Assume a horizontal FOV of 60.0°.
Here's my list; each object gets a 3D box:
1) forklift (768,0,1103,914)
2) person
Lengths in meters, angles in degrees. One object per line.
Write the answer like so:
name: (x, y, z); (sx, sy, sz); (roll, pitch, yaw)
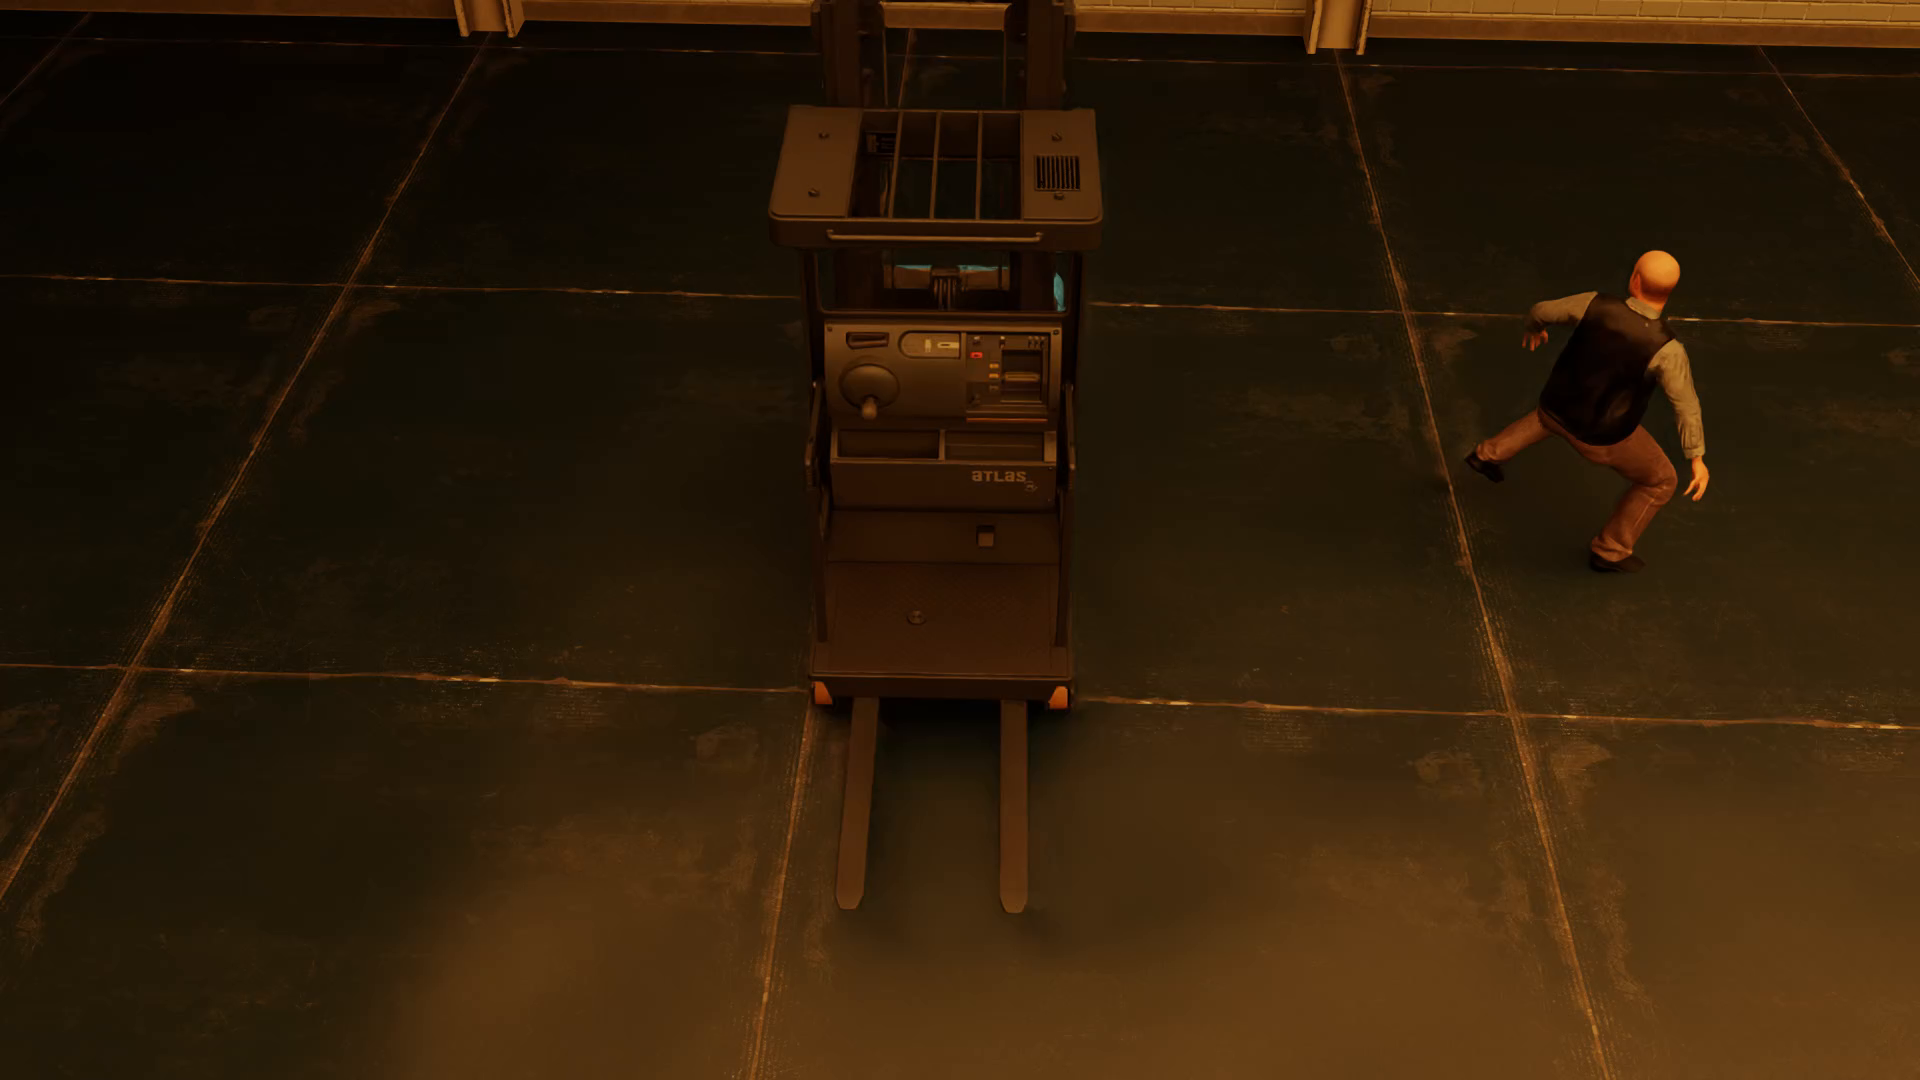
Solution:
forklift: (-0.070, -0.578, 6.376); (1.130, 2.935, 3.031); (1, 42, 1)
person: (2.900, -0.566, 7.410); (0.502, 1.606, 1.099); (-23, 47, -23)
